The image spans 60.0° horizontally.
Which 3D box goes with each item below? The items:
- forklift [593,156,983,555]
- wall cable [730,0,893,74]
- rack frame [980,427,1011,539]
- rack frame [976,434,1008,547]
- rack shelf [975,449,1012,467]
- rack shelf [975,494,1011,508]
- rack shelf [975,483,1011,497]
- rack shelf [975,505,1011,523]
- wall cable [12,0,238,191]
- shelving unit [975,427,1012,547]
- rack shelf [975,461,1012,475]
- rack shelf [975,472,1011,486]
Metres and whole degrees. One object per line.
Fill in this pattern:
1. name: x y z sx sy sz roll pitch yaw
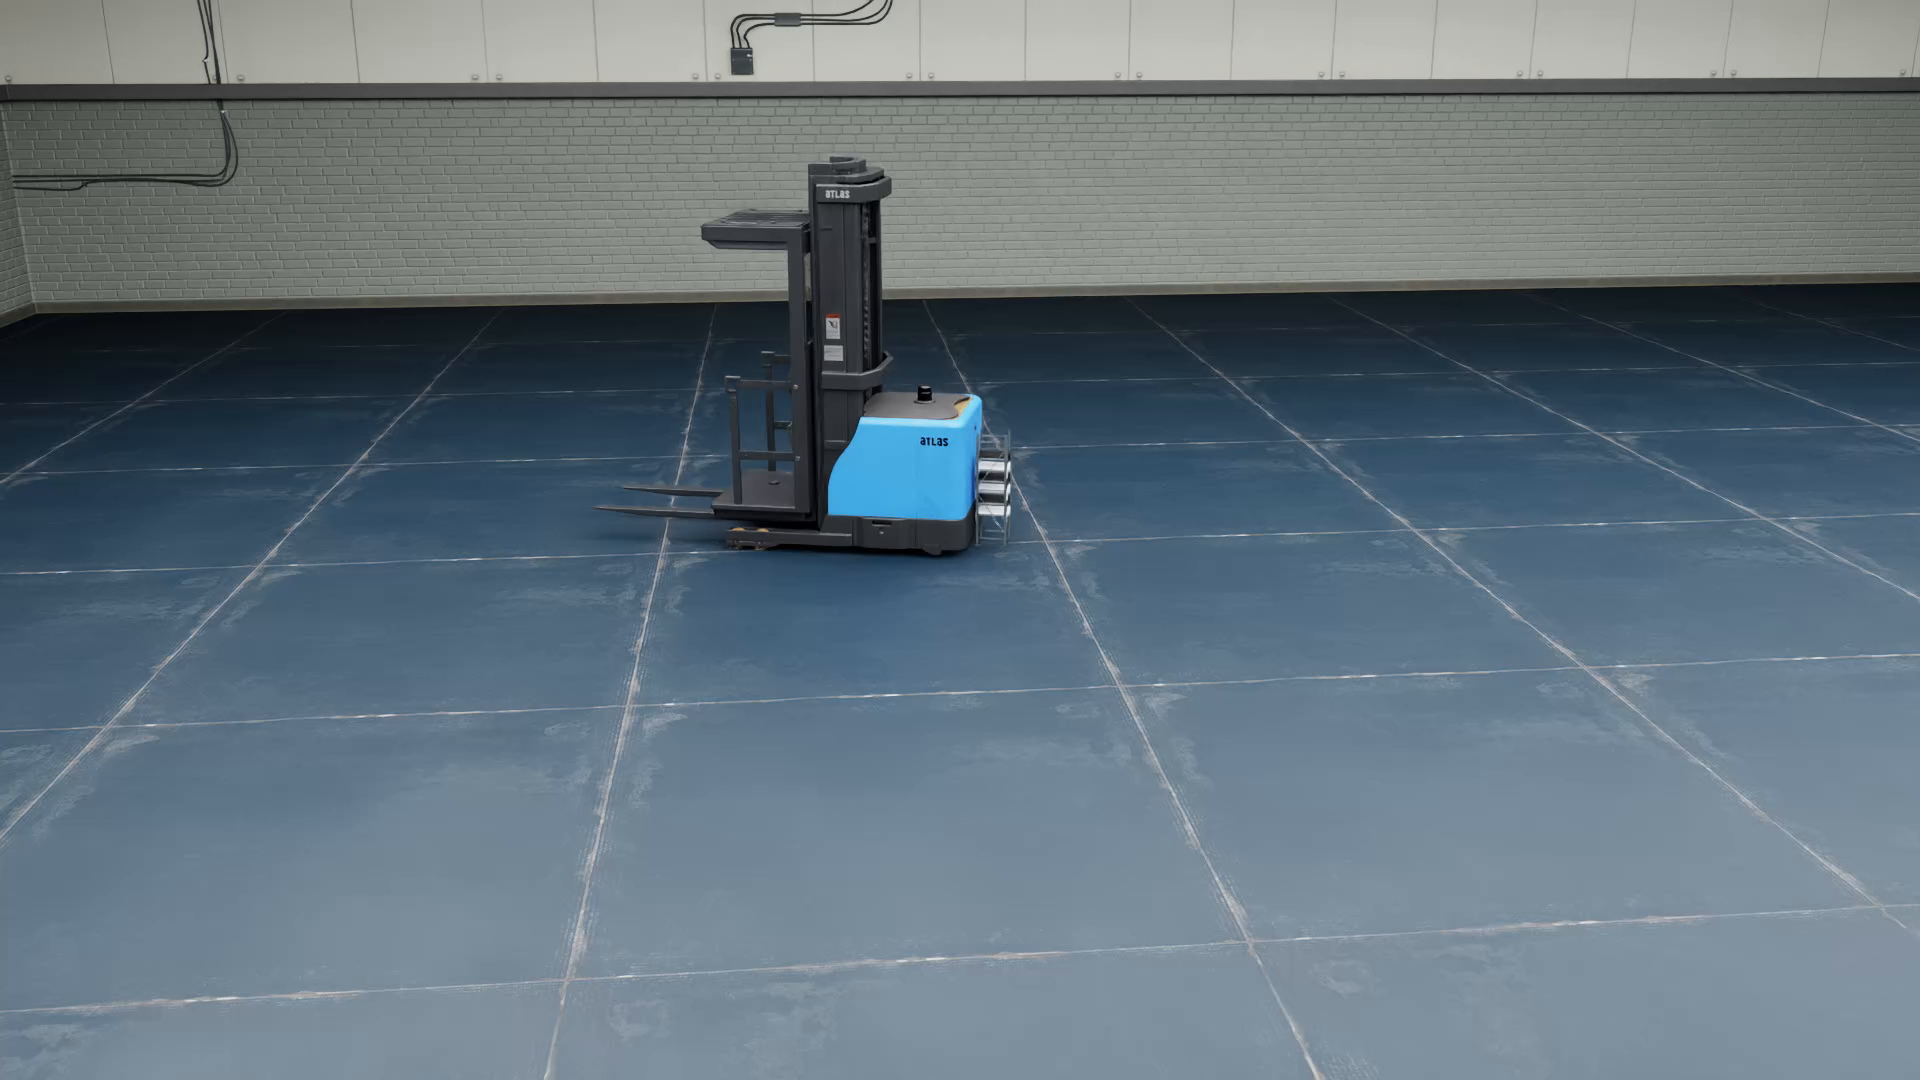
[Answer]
1. forklift: -1.376 -1.470 12.967 3.031 2.935 1.130 3 18 9
2. wall cable: -2.048 -9.412 22.457 2.305 6.003 0.169 -2 18 -6
3. rack frame: 0.276 -0.442 13.080 0.240 0.900 0.006 3 18 9
4. rack frame: 0.244 -0.382 12.889 0.240 0.900 0.006 3 18 9
5. rack shelf: 0.261 -0.638 12.914 0.258 0.077 0.200 3 18 9
6. rack shelf: 0.260 -0.294 13.022 0.258 0.077 0.200 3 18 9
7. rack shelf: 0.260 -0.380 12.995 0.258 0.077 0.200 3 18 9
8. rack shelf: 0.259 -0.208 13.049 0.258 0.077 0.200 3 18 9
9. wall cable: -11.492 -6.020 22.512 3.097 2.526 0.112 -2 18 -6
10. shelving unit: 0.260 -0.412 12.985 0.258 0.900 0.210 3 18 9
11. rack shelf: 0.261 -0.552 12.941 0.258 0.077 0.200 3 18 9
12. rack shelf: 0.260 -0.466 12.968 0.258 0.077 0.200 3 18 9
